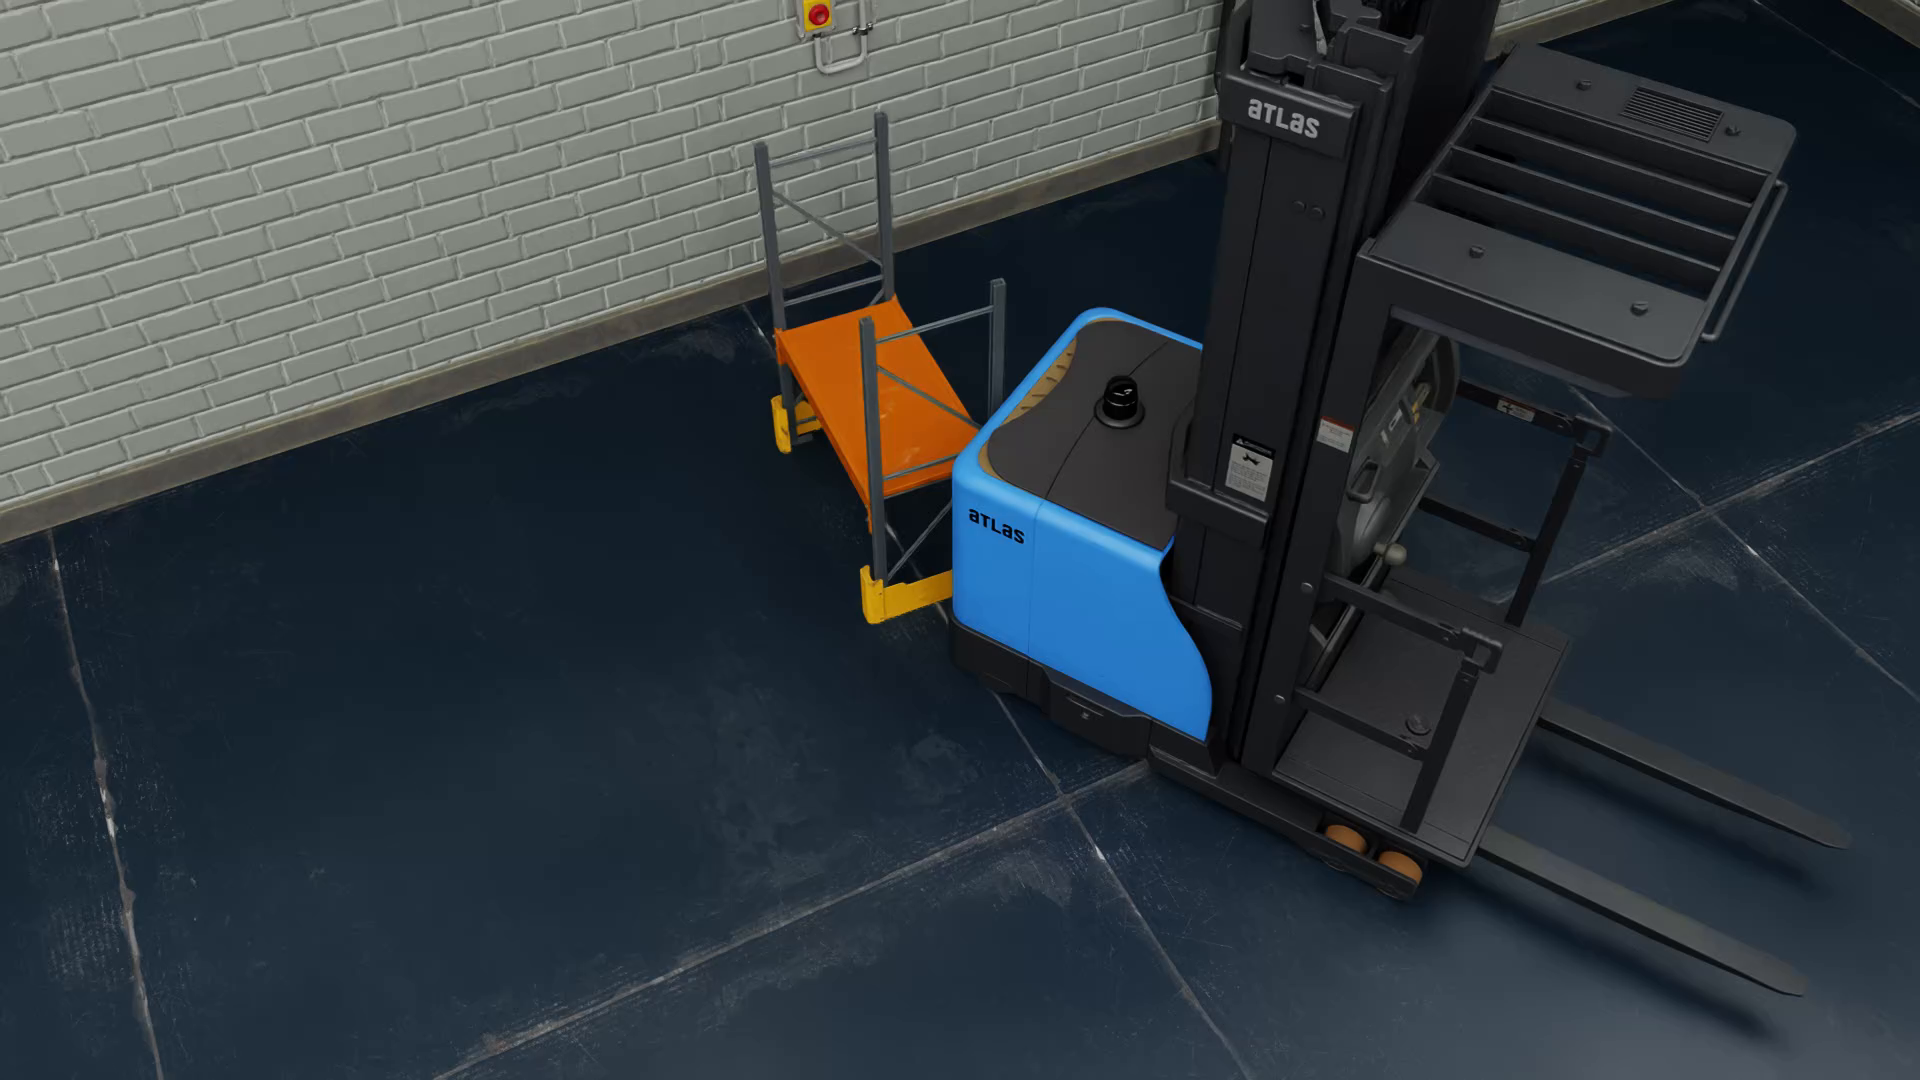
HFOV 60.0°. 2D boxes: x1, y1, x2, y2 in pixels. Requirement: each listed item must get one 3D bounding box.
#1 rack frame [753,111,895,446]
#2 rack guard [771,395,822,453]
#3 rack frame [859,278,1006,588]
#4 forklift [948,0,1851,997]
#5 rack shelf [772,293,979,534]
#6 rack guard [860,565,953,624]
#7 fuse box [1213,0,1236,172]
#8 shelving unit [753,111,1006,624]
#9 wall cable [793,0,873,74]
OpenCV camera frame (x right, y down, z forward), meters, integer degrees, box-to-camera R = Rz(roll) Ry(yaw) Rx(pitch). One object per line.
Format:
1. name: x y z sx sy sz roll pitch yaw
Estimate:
1. rack frame: -0.496 -0.972 6.496 0.500 1.500 0.032 -18 51 -15
2. rack guard: -0.495 -0.559 6.966 0.587 0.250 0.087 -18 51 -15
3. rack frame: -0.086 -0.271 5.883 0.500 1.500 0.032 -18 51 -15
4. forklift: 1.482 -0.225 4.892 3.031 2.935 1.130 25 53 20
5. rack shelf: -0.291 -0.503 6.325 0.538 0.185 1.000 -18 51 -15
6. rack guard: -0.094 0.127 6.365 0.587 0.250 0.087 -18 51 -15
7. fuse box: 1.333 -2.395 7.601 0.539 1.711 0.414 -21 52 -18
8. shelving unit: -0.295 -0.628 6.195 0.587 1.500 1.083 -18 51 -15
9. wall cable: -0.602 -2.538 6.174 0.585 1.953 0.123 -21 52 -18
